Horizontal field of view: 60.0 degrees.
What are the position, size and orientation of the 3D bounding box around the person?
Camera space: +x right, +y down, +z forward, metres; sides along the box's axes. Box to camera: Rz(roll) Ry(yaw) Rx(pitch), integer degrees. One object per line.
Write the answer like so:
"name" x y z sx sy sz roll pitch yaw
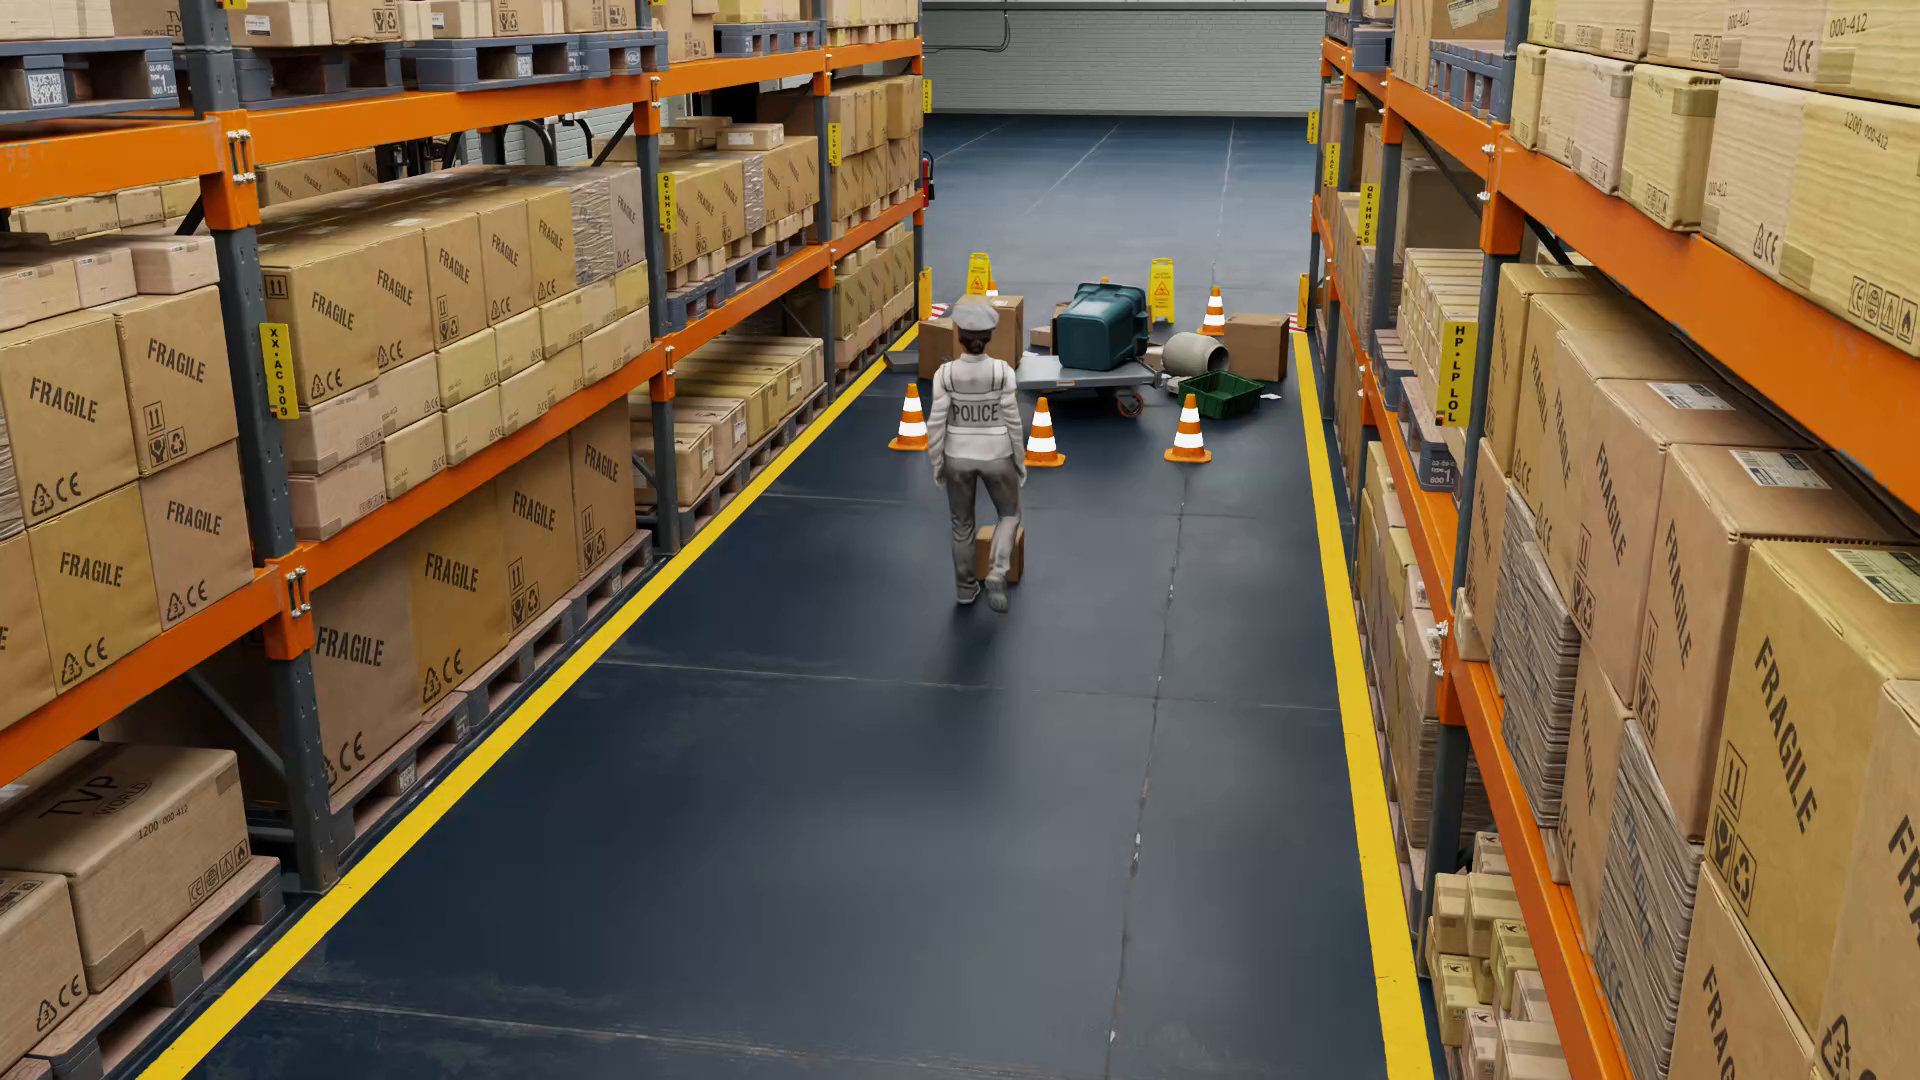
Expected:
"person" 0.092 -0.427 8.743 0.521 1.675 0.643 2 18 5
